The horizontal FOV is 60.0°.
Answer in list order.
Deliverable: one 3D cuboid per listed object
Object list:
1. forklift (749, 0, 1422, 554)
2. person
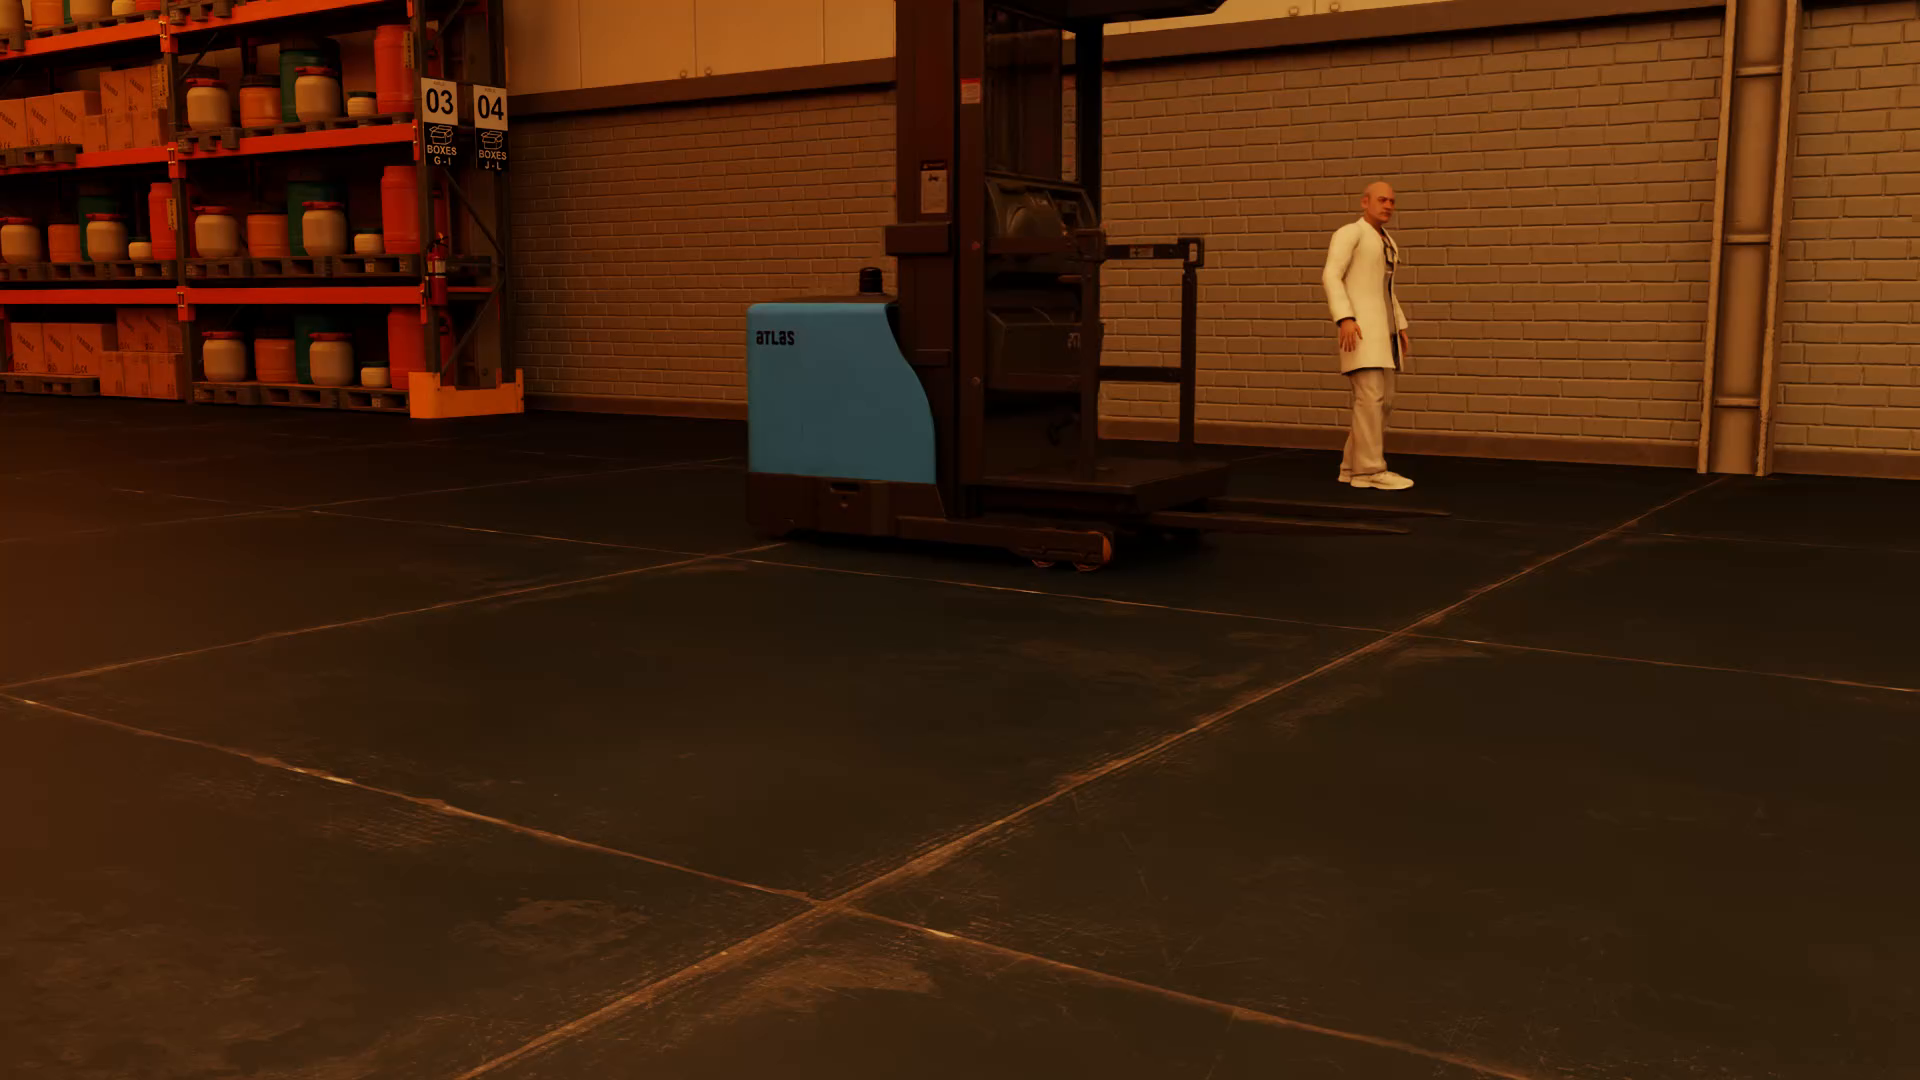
[{"bbox_3d":[0.570,-1.467,7.512,3.031,2.935,1.130,-1,8,-9],"label":"forklift"},{"bbox_3d":[2.486,-1.209,9.744,0.582,1.776,0.696,6,10,36],"label":"person"}]
